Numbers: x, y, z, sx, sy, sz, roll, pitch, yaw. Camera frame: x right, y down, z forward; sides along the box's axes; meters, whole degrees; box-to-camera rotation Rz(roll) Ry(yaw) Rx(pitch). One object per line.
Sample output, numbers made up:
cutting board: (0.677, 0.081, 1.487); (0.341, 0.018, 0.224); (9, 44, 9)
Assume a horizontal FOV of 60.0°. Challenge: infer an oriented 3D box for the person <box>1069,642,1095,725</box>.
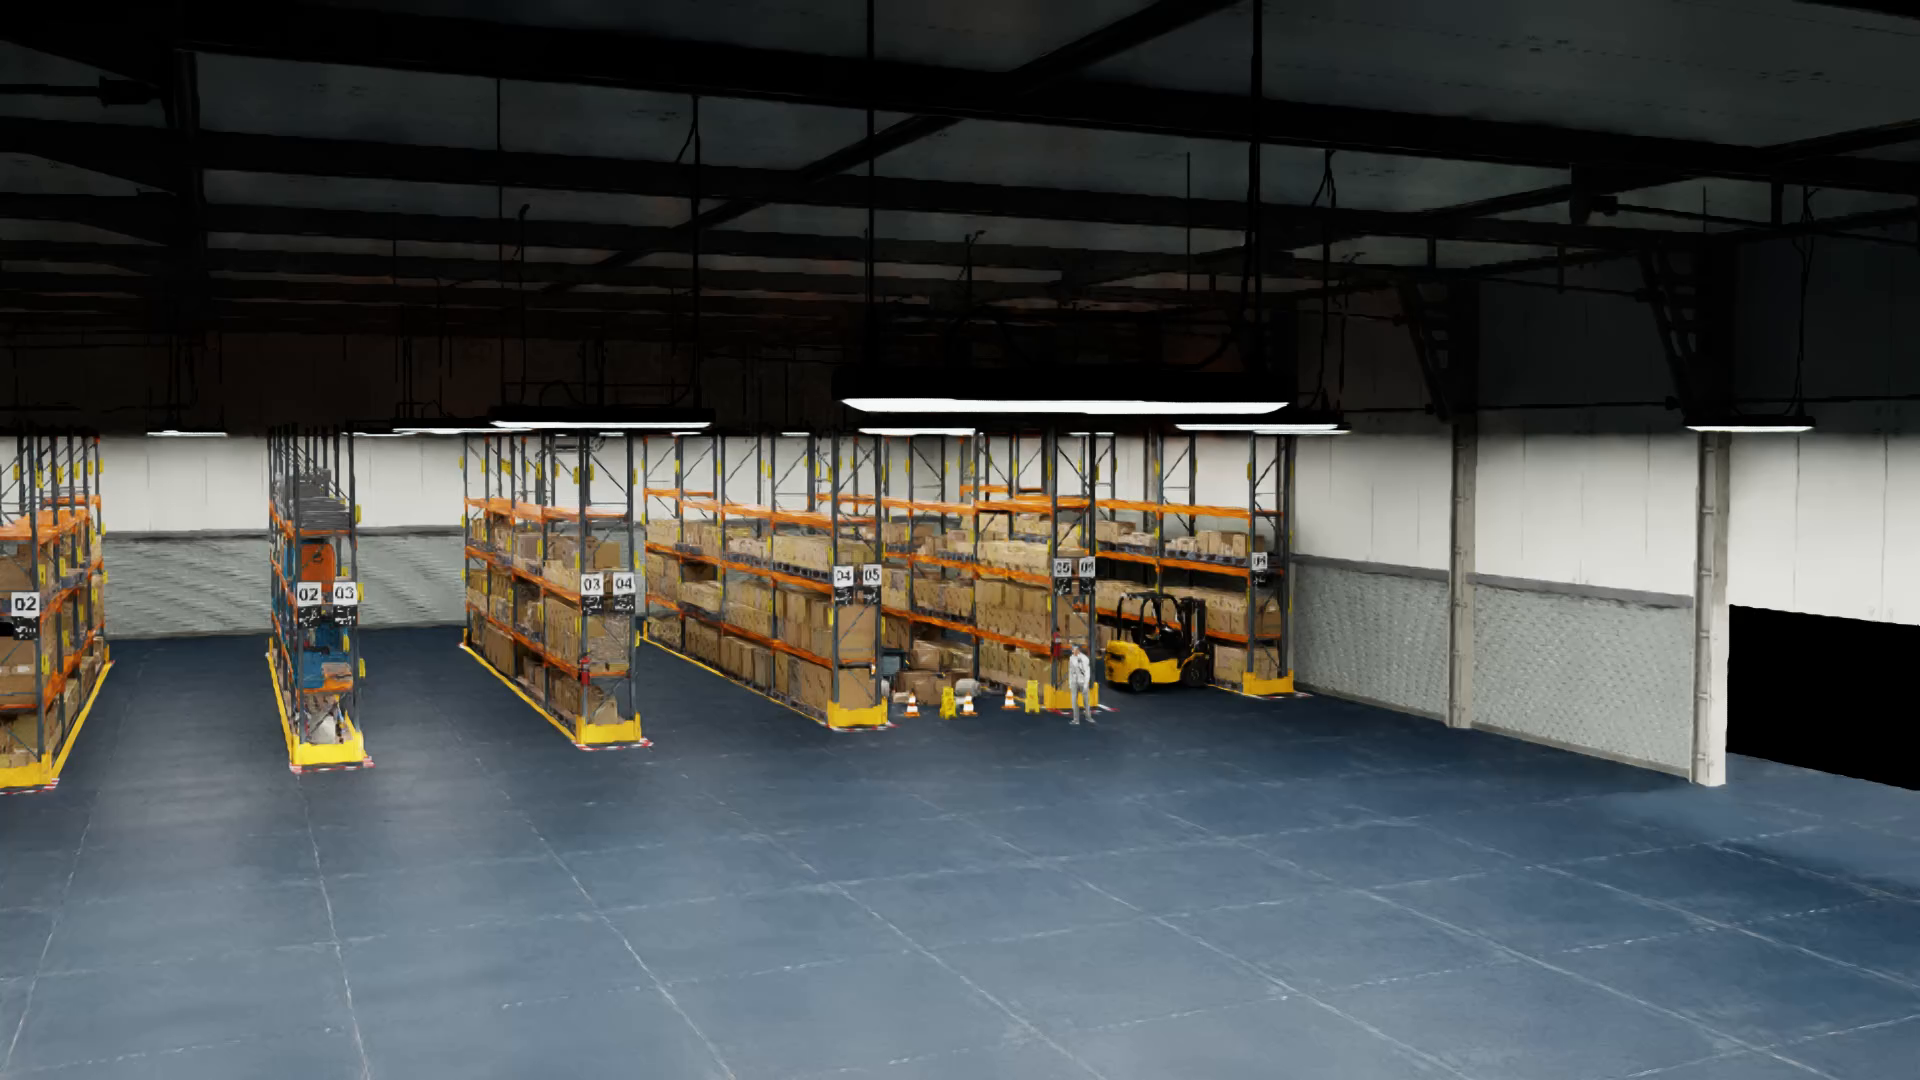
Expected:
person: (2.421, 2.857, 33.370); (0.510, 1.656, 0.594); (2, 4, 31)
